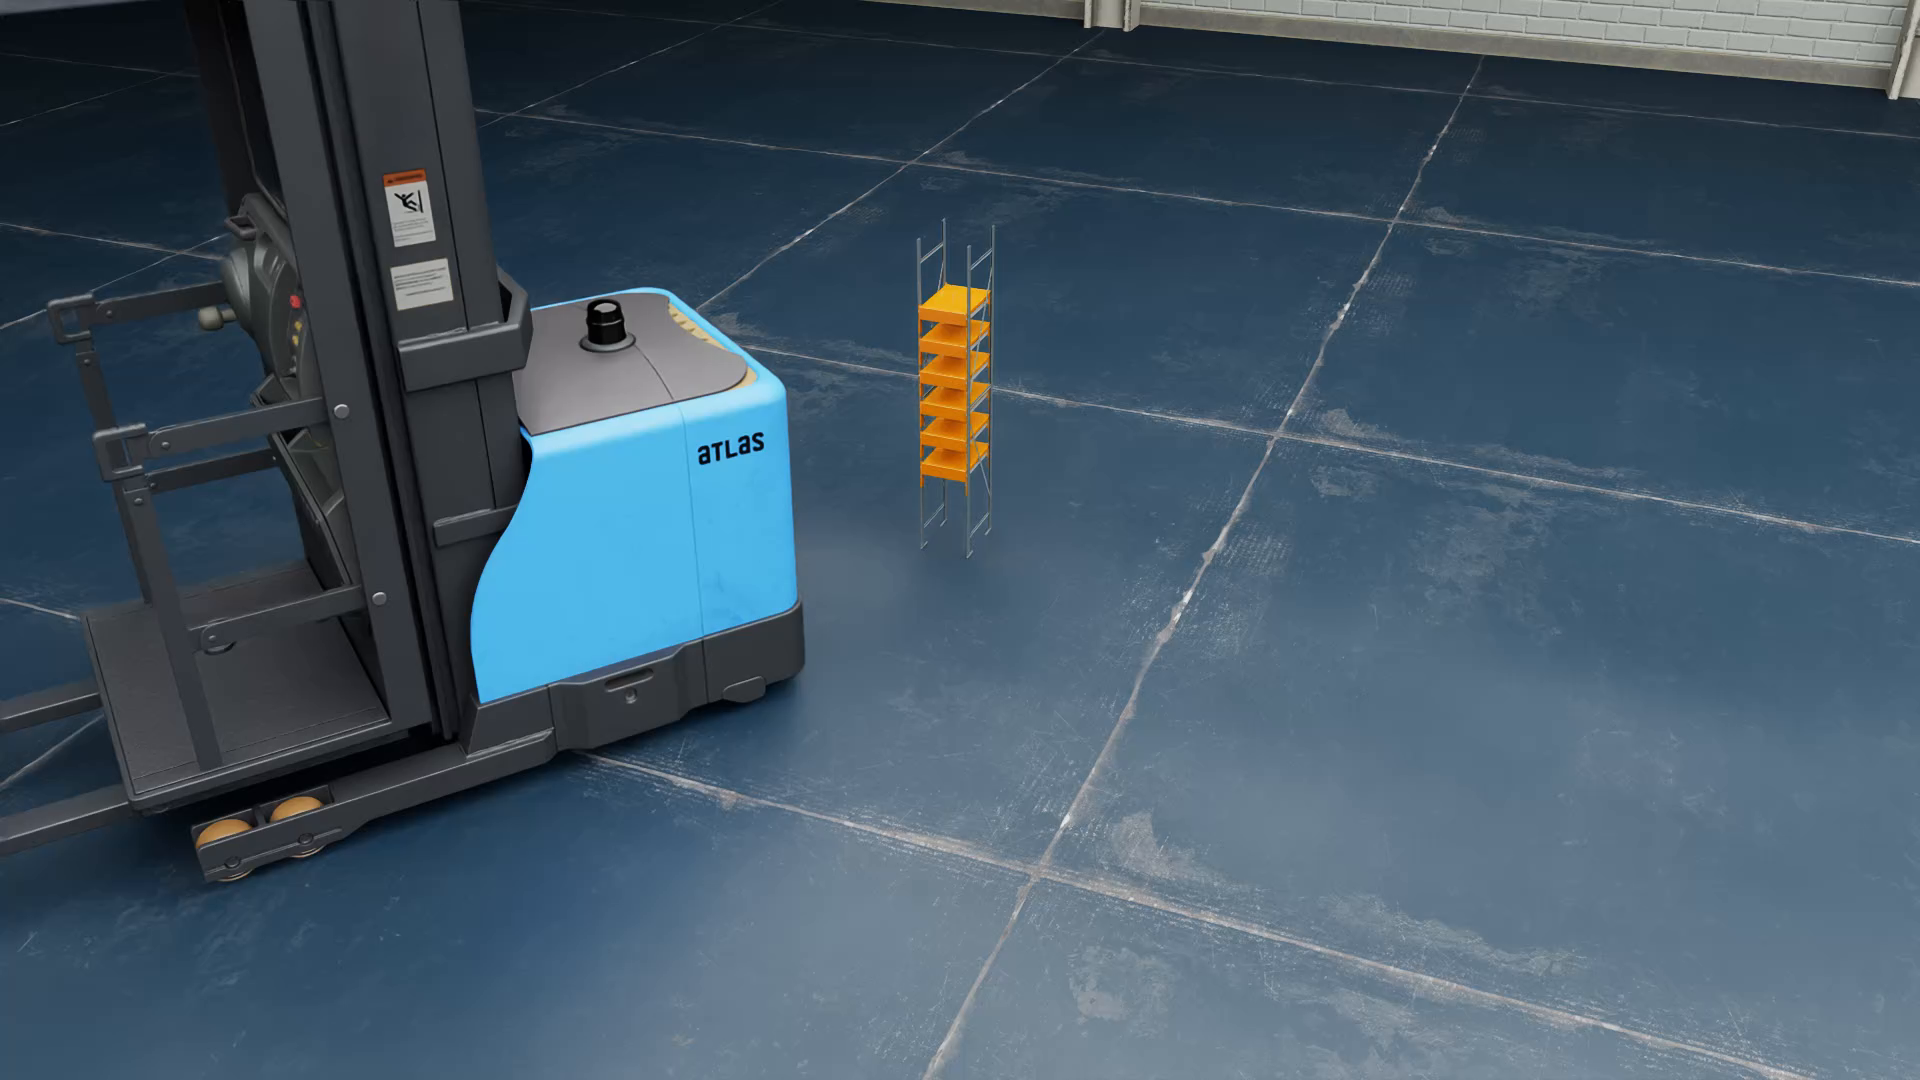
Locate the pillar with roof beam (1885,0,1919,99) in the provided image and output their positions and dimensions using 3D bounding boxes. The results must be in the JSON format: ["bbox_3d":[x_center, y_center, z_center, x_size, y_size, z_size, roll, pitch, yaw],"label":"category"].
[{"bbox_3d":[5.203,-5.117,6.158,0.400,9.000,9.100,11,31,19],"label":"pillar with roof beam"}]

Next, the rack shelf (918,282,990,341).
[{"bbox_3d":[-0.013,-0.800,5.804,0.180,0.103,0.258,11,31,19],"label":"rack shelf"}]

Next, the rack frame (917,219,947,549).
[{"bbox_3d":[-0.098,-0.542,5.989,0.006,1.200,0.240,11,31,19],"label":"rack frame"}]

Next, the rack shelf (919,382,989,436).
[{"bbox_3d":[-0.013,-0.486,5.981,0.180,0.103,0.258,11,31,19],"label":"rack shelf"}]

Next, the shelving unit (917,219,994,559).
[{"bbox_3d":[-0.013,-0.525,5.959,0.189,1.200,0.258,11,31,19],"label":"shelving unit"}]

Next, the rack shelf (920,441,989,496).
[{"bbox_3d":[-0.013,-0.277,6.099,0.180,0.103,0.258,11,31,19],"label":"rack shelf"}]

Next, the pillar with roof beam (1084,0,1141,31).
[{"bbox_3d":[-0.357,-6.227,8.122,0.400,9.000,9.100,11,31,19],"label":"pillar with roof beam"}]

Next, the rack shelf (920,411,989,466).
[{"bbox_3d":[-0.013,-0.382,6.040,0.180,0.103,0.258,11,31,19],"label":"rack shelf"}]

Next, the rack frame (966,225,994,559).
[{"bbox_3d":[0.071,-0.508,5.930,0.006,1.200,0.240,11,31,19],"label":"rack frame"}]

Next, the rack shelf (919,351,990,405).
[{"bbox_3d":[-0.013,-0.591,5.922,0.180,0.103,0.258,11,31,19],"label":"rack shelf"}]

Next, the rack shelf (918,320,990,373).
[{"bbox_3d":[-0.013,-0.695,5.863,0.180,0.103,0.258,11,31,19],"label":"rack shelf"}]

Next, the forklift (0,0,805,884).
[{"bbox_3d":[-2.030,-0.633,4.392,3.031,2.935,1.130,-17,33,-27],"label":"forklift"}]
